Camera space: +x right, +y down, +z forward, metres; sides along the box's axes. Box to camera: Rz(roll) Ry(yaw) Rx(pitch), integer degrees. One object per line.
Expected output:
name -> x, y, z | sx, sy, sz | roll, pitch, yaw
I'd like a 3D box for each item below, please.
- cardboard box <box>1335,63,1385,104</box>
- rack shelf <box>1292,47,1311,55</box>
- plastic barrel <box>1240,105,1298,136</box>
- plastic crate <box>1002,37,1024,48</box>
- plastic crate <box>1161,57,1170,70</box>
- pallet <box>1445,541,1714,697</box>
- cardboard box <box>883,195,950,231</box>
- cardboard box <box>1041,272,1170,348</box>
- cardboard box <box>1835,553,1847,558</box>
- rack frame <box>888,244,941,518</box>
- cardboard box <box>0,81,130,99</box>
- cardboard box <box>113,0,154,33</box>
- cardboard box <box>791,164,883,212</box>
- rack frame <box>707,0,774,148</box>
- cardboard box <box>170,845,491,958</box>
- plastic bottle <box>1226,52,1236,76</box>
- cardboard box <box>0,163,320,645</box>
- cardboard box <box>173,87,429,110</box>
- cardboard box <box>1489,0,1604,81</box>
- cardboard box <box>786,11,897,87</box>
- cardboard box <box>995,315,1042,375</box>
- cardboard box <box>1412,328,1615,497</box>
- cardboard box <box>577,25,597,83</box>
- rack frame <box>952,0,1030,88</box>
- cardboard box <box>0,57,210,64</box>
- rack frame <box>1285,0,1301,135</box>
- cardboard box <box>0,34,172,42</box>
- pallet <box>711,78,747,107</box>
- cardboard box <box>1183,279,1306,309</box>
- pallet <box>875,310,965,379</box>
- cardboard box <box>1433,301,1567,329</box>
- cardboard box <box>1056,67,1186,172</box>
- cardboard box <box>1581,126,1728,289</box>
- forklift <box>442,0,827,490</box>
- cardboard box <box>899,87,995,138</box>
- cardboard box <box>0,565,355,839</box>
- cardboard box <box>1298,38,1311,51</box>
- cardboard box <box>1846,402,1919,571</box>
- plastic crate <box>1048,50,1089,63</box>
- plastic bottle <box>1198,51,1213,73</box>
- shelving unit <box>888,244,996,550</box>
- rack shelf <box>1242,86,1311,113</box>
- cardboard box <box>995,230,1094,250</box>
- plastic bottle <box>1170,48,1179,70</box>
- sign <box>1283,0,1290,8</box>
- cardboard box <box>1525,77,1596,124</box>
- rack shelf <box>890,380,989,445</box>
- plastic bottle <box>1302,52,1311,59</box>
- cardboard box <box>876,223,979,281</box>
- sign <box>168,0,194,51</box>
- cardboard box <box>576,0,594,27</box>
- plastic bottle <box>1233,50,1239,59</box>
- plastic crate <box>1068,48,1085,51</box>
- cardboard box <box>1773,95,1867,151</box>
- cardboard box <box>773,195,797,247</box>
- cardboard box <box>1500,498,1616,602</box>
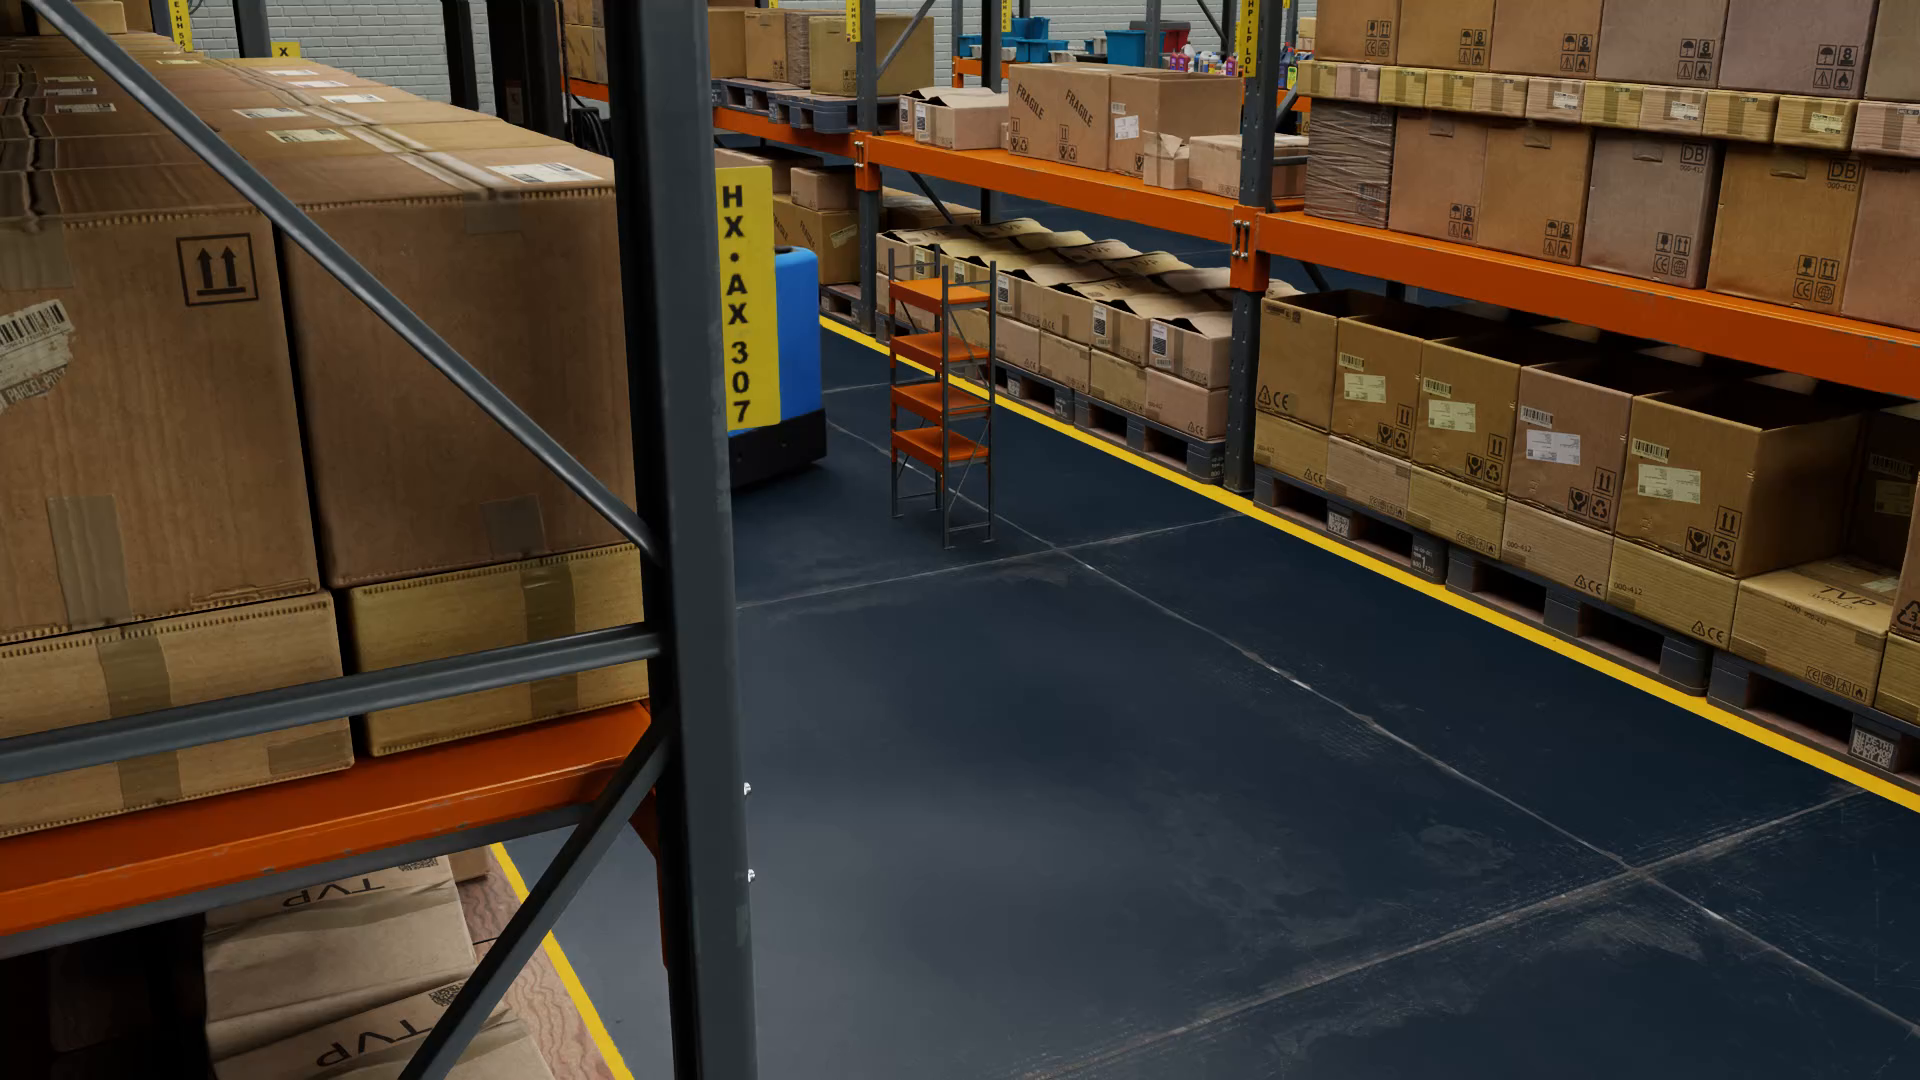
cardboard box -> 1.782, -1.894, 6.875 | 0.380, 0.149, 0.250 | -10, 21, -26
rack shelf -> 5.677, -5.783, 20.396 | 1.077, 0.370, 4.000 | -10, 21, -27
plastic barrel -> 2.847, -3.627, 15.616 | 0.600, 0.901, 0.708 | -10, 21, -27
plastic crate -> 0.508, -5.569, 18.836 | 0.416, 0.233, 0.300 | -10, 21, -27
plastic crate -> 2.172, -4.842, 16.876 | 0.396, 0.136, 0.243 | -10, 21, -27
pallet -> 2.630, 0.184, 6.274 | 1.003, 0.211, 1.213 | -10, 21, -27
cardboard box -> -0.412, -2.218, 12.120 | 0.500, 0.500, 0.500 | -11, 22, -29
cardboard box -> 0.773, -1.247, 8.859 | 0.500, 0.311, 0.500 | -10, 21, -27
cardboard box -> 3.068, 0.055, 5.945 | 0.500, 0.250, 0.500 | -10, 21, -27
rack frame -> -0.194, -0.685, 7.276 | 0.240, 1.200, 0.015 | -10, 21, -27
cardboard box -> -2.139, -0.784, 3.854 | 0.500, 0.500, 0.500 | -9, 21, -25
cardboard box -> -4.554, -2.830, 8.944 | 0.500, 0.250, 0.500 | -9, 21, -25
cardboard box -> -0.875, -2.496, 11.775 | 0.500, 0.250, 0.500 | -9, 21, -25
rack frame -> -2.093, -4.016, 14.171 | 1.000, 3.000, 0.127 | -10, 21, -27
cardboard box -> -1.577, 0.576, 4.021 | 0.700, 0.500, 0.500 | -12, 22, -30
plastic bottle -> 2.488, -4.301, 15.175 | 0.061, 0.283, 0.133 | -10, 21, -27
cardboard box -> -1.164, -0.198, 2.157 | 0.500, 0.500, 0.500 | -10, 22, -27
cardboard box -> -1.436, -0.719, 3.665 | 0.500, 0.500, 0.500 | -9, 21, -25
cardboard box -> 2.400, -1.965, 6.085 | 0.700, 0.500, 0.500 | -10, 21, -27
cardboard box -> -0.858, -3.569, 12.079 | 0.700, 0.500, 0.500 | -6, 20, -16
cardboard box -> 0.531, -1.131, 9.382 | 0.500, 0.250, 0.500 | -10, 21, -26
cardboard box -> 2.125, -0.504, 6.416 | 0.500, 0.500, 0.500 | -10, 21, -27
cardboard box -> -3.293, -4.608, 15.733 | 0.500, 0.500, 0.500 | -10, 21, -26
rack frame -> 0.368, -5.930, 19.720 | 1.000, 3.000, 0.127 | -10, 21, -27
cardboard box -> -2.864, -1.358, 5.640 | 0.700, 0.500, 0.500 | -10, 21, -26
rack frame -> 4.727, -6.698, 21.943 | 1.000, 3.000, 0.127 | -10, 21, -27
cardboard box -> -4.030, -2.065, 7.690 | 0.700, 0.500, 0.500 | -12, 23, -32
pallet -> -1.810, -3.679, 13.489 | 1.003, 0.211, 1.213 | -10, 21, -27
cardboard box -> 1.495, -1.185, 8.679 | 0.500, 0.311, 0.500 | -10, 22, -27
pallet -> 0.163, -1.307, 10.596 | 1.003, 0.211, 1.213 | -10, 21, -27
cardboard box -> 2.345, -0.728, 7.065 | 0.500, 0.500, 0.500 | -10, 21, -27
cardboard box -> 0.867, -2.285, 9.001 | 0.500, 0.500, 0.500 | -10, 21, -27
cardboard box -> 2.657, -1.198, 5.853 | 0.700, 0.500, 0.500 | -9, 21, -25
forklift -> -2.142, -1.893, 8.124 | 3.031, 2.935, 1.130 | 13, 23, 34
cardboard box -> -0.060, -2.714, 10.536 | 0.500, 0.311, 0.500 | -9, 21, -23
cardboard box -> -1.145, 0.154, 2.285 | 0.500, 0.250, 0.500 | -10, 21, -26
cardboard box -> 4.605, -6.426, 21.540 | 0.380, 0.149, 0.250 | -10, 21, -26
cardboard box -> 3.307, -0.156, 5.407 | 0.500, 0.500, 0.500 | -10, 21, -27
plastic crate -> 1.176, -5.139, 17.739 | 0.293, 0.136, 0.466 | -10, 21, -27
plastic bottle -> 2.326, -4.427, 15.552 | 0.152, 0.276, 0.135 | -10, 21, -27
shelving unit -> -0.079, -0.615, 7.073 | 0.258, 1.200, 0.503 | -10, 21, -27
rack shelf -> 3.217, -3.868, 14.845 | 1.077, 0.370, 4.000 | -10, 21, -27
cardboard box -> 0.524, -1.771, 10.378 | 0.500, 0.311, 0.500 | -10, 22, -27
plastic bottle -> 2.066, -4.556, 15.914 | 0.061, 0.283, 0.133 | -10, 21, -27
sign -> 4.236, -7.060, 21.545 | 0.100, 0.325, 0.005 | -10, 21, -27
cardboard box -> 2.278, -1.597, 6.013 | 0.380, 0.149, 0.250 | -11, 22, -28
rack shelf -> -0.079, -0.551, 7.095 | 0.258, 0.148, 0.480 | -10, 21, -27
plastic bottle -> 3.216, -4.372, 15.394 | 0.152, 0.276, 0.135 | -10, 21, -27
cardboard box -> -0.204, -1.836, 10.565 | 0.500, 0.311, 0.500 | -9, 21, -25
sign -> -4.079, -2.696, 8.692 | 0.100, 0.325, 0.005 | -10, 21, -27
cardboard box -> -3.284, -5.077, 15.560 | 0.500, 0.500, 0.500 | -10, 22, -27
plastic bottle -> 2.739, -4.661, 16.229 | 0.152, 0.276, 0.135 | -10, 21, -27
plastic crate -> 1.350, -5.384, 18.449 | 0.298, 0.136, 0.250 | -10, 21, -27
cardboard box -> 2.766, -1.301, 5.157 | 0.380, 0.149, 0.250 | -9, 21, -25
cardboard box -> -1.090, -2.275, 12.283 | 0.500, 0.500, 0.500 | -11, 22, -29
cardboard box -> 2.367, -0.007, 6.124 | 0.500, 0.250, 0.500 | -10, 21, -27
